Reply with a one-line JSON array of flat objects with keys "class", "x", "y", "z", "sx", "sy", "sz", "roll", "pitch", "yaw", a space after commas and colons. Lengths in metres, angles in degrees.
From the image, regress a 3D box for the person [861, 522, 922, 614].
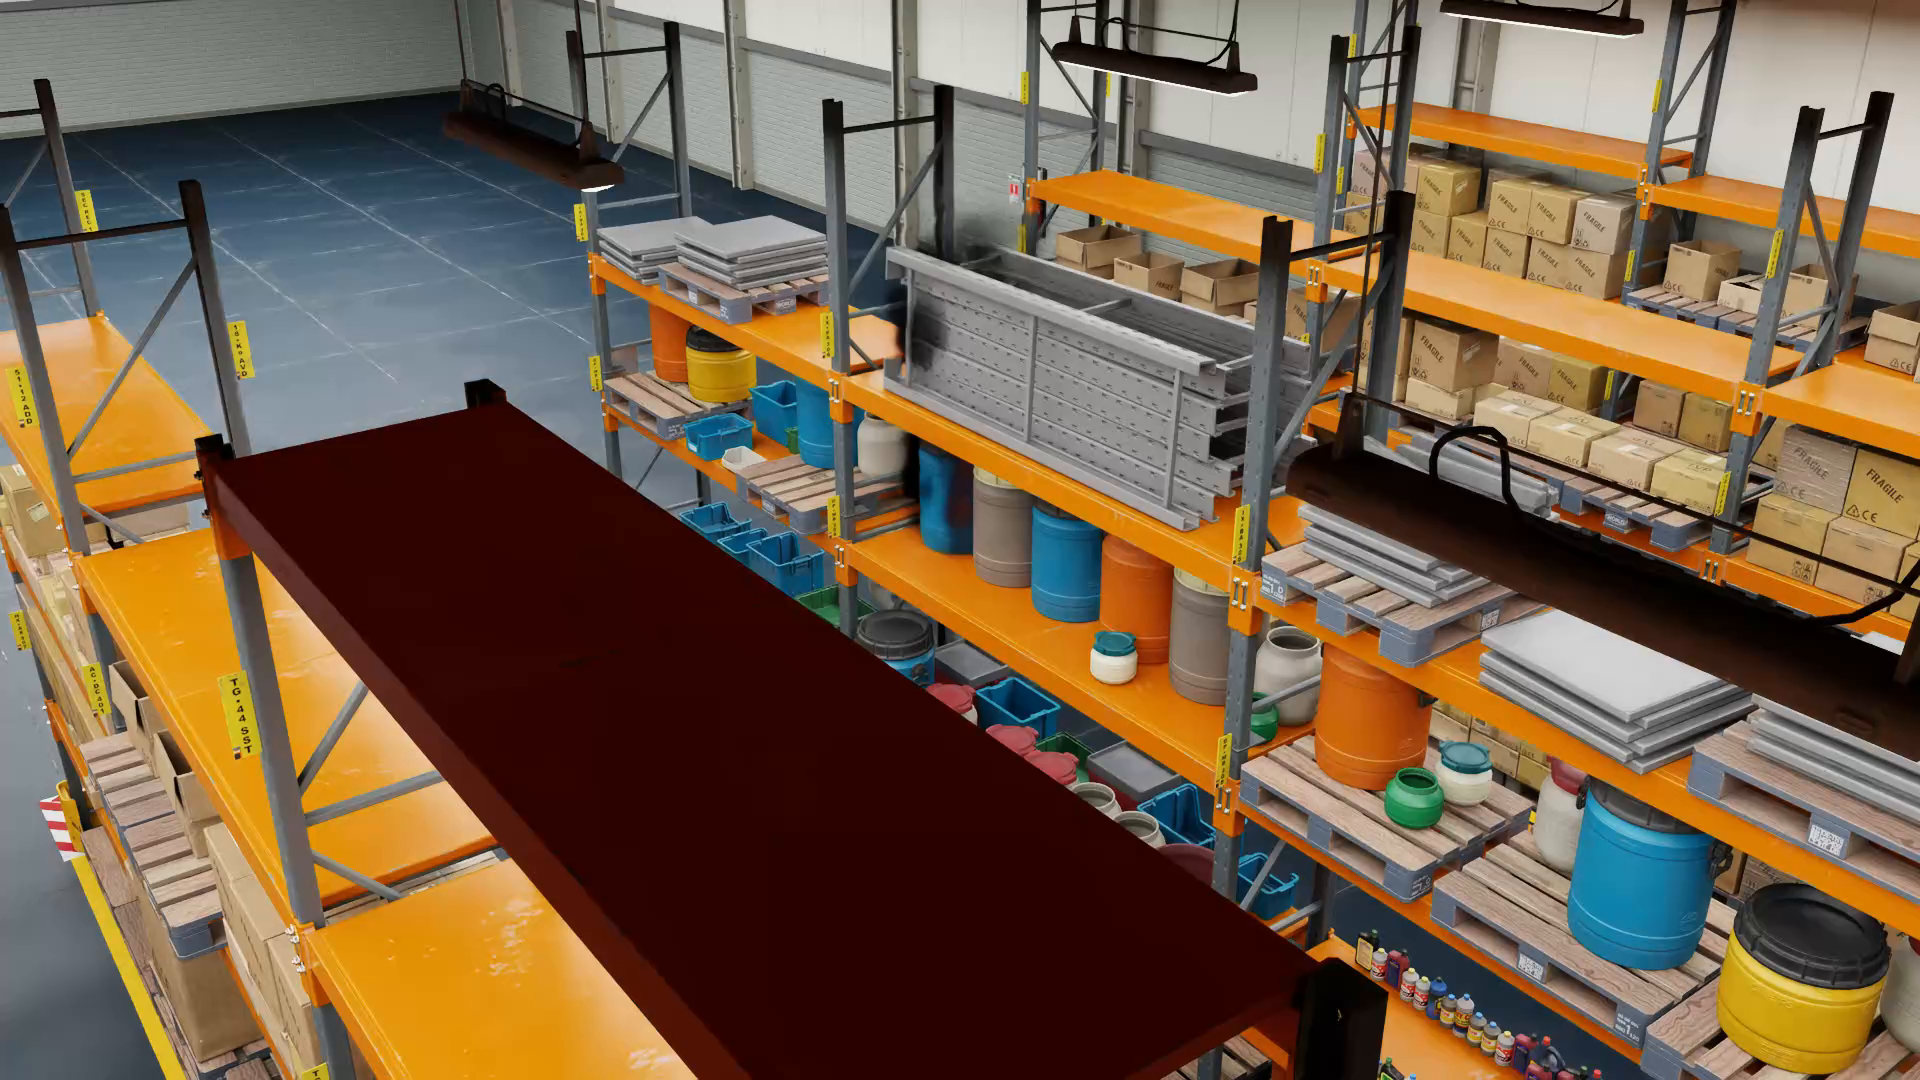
[{"class": "person", "x": -0.639, "y": 0.100, "z": 16.014, "sx": 0.602, "sy": 1.752, "sz": 0.664, "roll": 17, "pitch": 30, "yaw": 32}]
